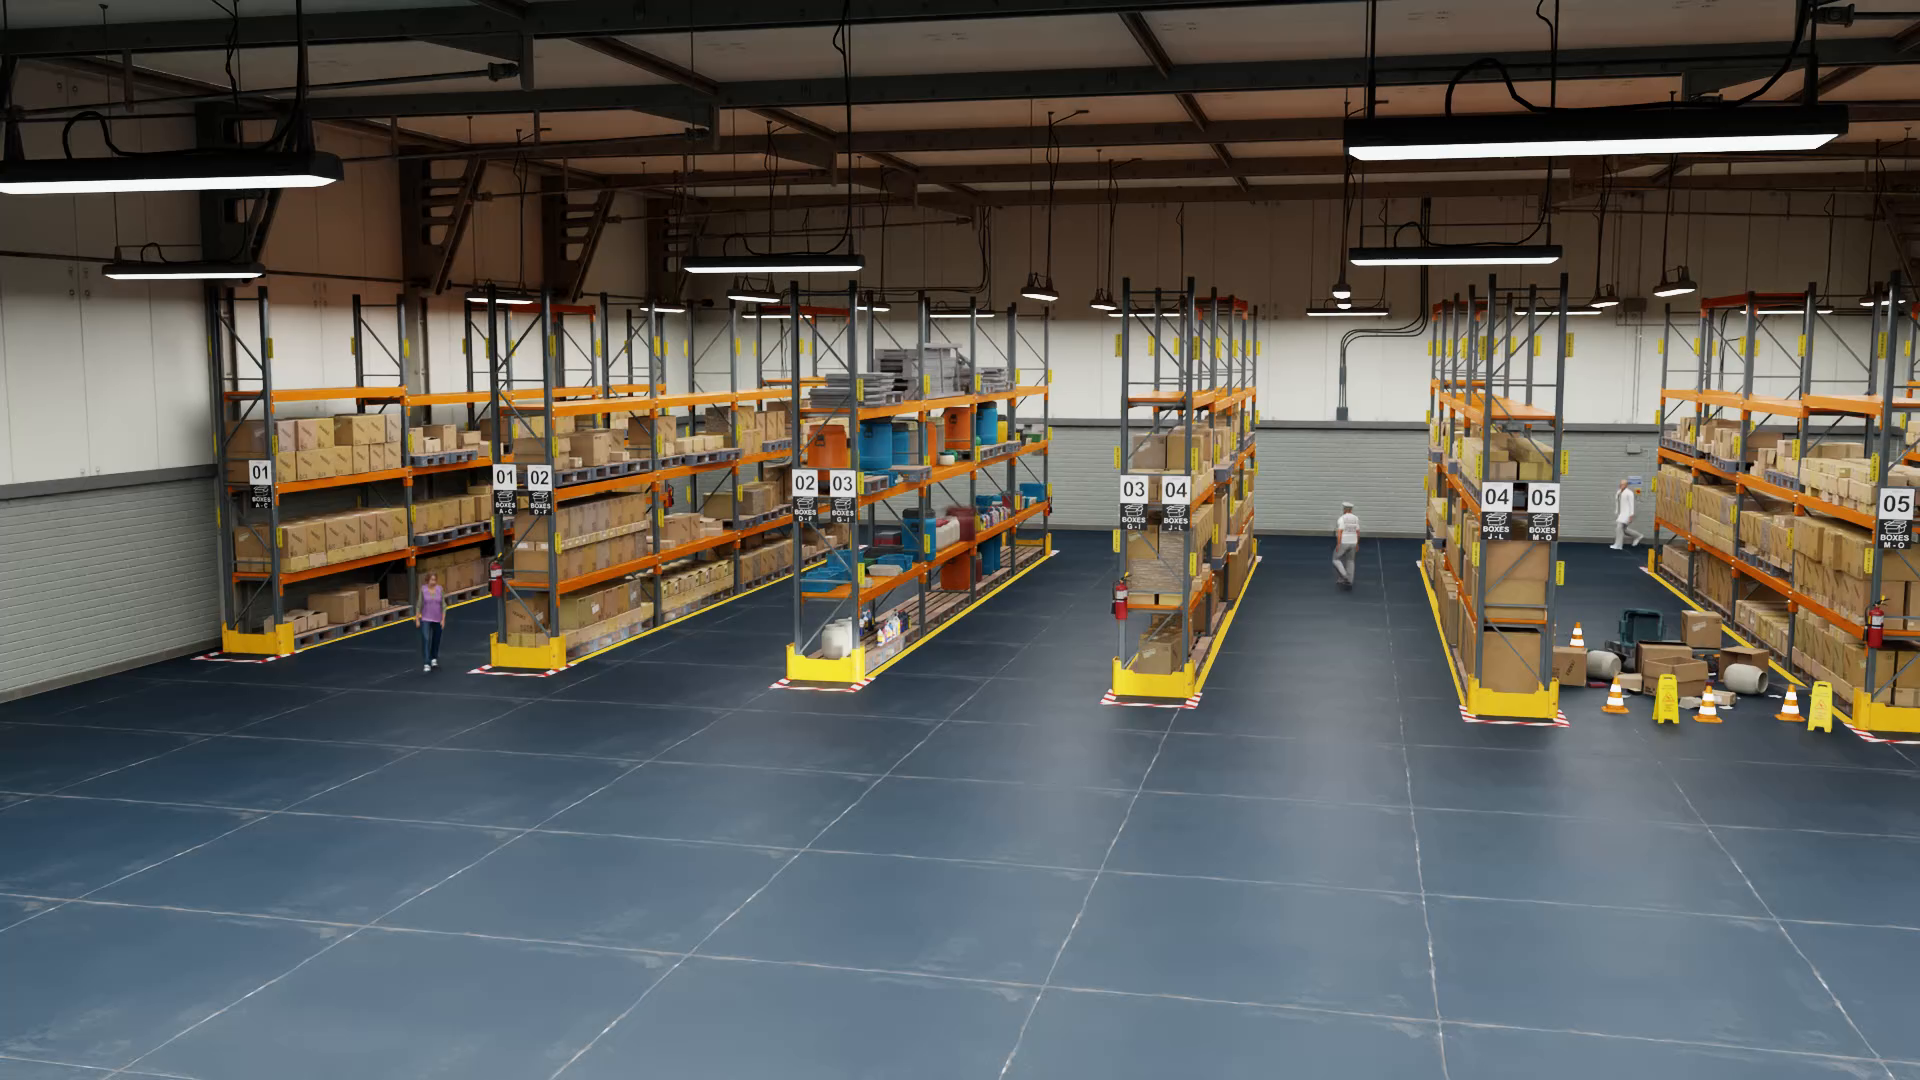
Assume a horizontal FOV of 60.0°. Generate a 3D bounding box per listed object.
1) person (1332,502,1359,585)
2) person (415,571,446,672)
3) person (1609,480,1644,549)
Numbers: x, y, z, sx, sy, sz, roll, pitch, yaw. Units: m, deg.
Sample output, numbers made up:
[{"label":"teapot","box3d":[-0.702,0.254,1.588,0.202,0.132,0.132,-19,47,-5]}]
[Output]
[{"label":"person","box3d":[8.200,0.087,35.204,0.587,1.759,0.464,-3,7,-24]},{"label":"person","box3d":[-8.213,1.254,25.841,0.469,1.536,0.951,-4,8,-29]},{"label":"person","box3d":[16.676,-0.632,41.580,0.984,1.714,0.587,-1,7,-7]}]
